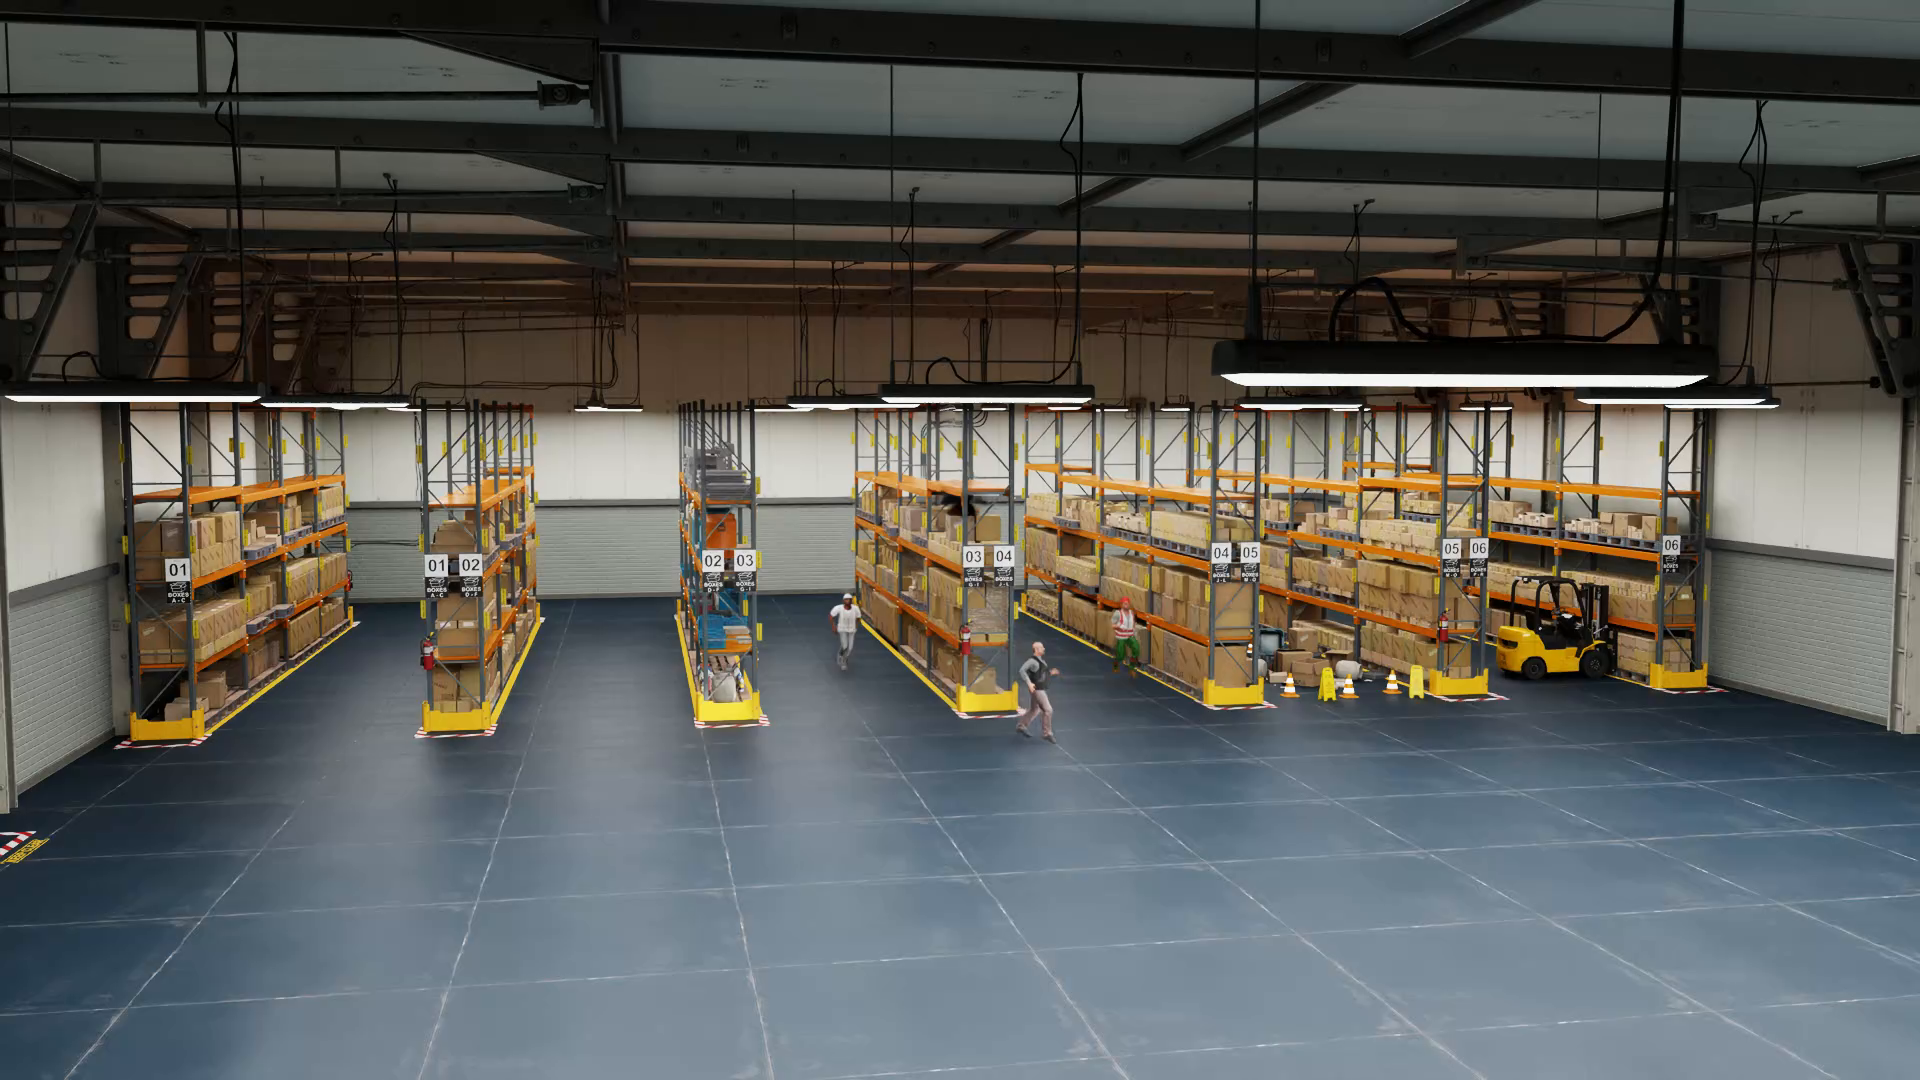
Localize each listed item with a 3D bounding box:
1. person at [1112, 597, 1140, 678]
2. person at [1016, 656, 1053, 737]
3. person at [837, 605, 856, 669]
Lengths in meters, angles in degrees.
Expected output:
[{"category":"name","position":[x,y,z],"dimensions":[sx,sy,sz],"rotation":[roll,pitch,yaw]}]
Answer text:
[{"category":"person","position":[3.460,2.021,35.086],"dimensions":[0.598,1.670,0.880],"rotation":[-1,4,-15]},{"category":"person","position":[1.306,2.707,29.041],"dimensions":[0.709,1.405,0.447],"rotation":[1,5,17]},{"category":"person","position":[-2.538,2.176,37.300],"dimensions":[0.426,1.459,0.406],"rotation":[-2,5,-20]}]
